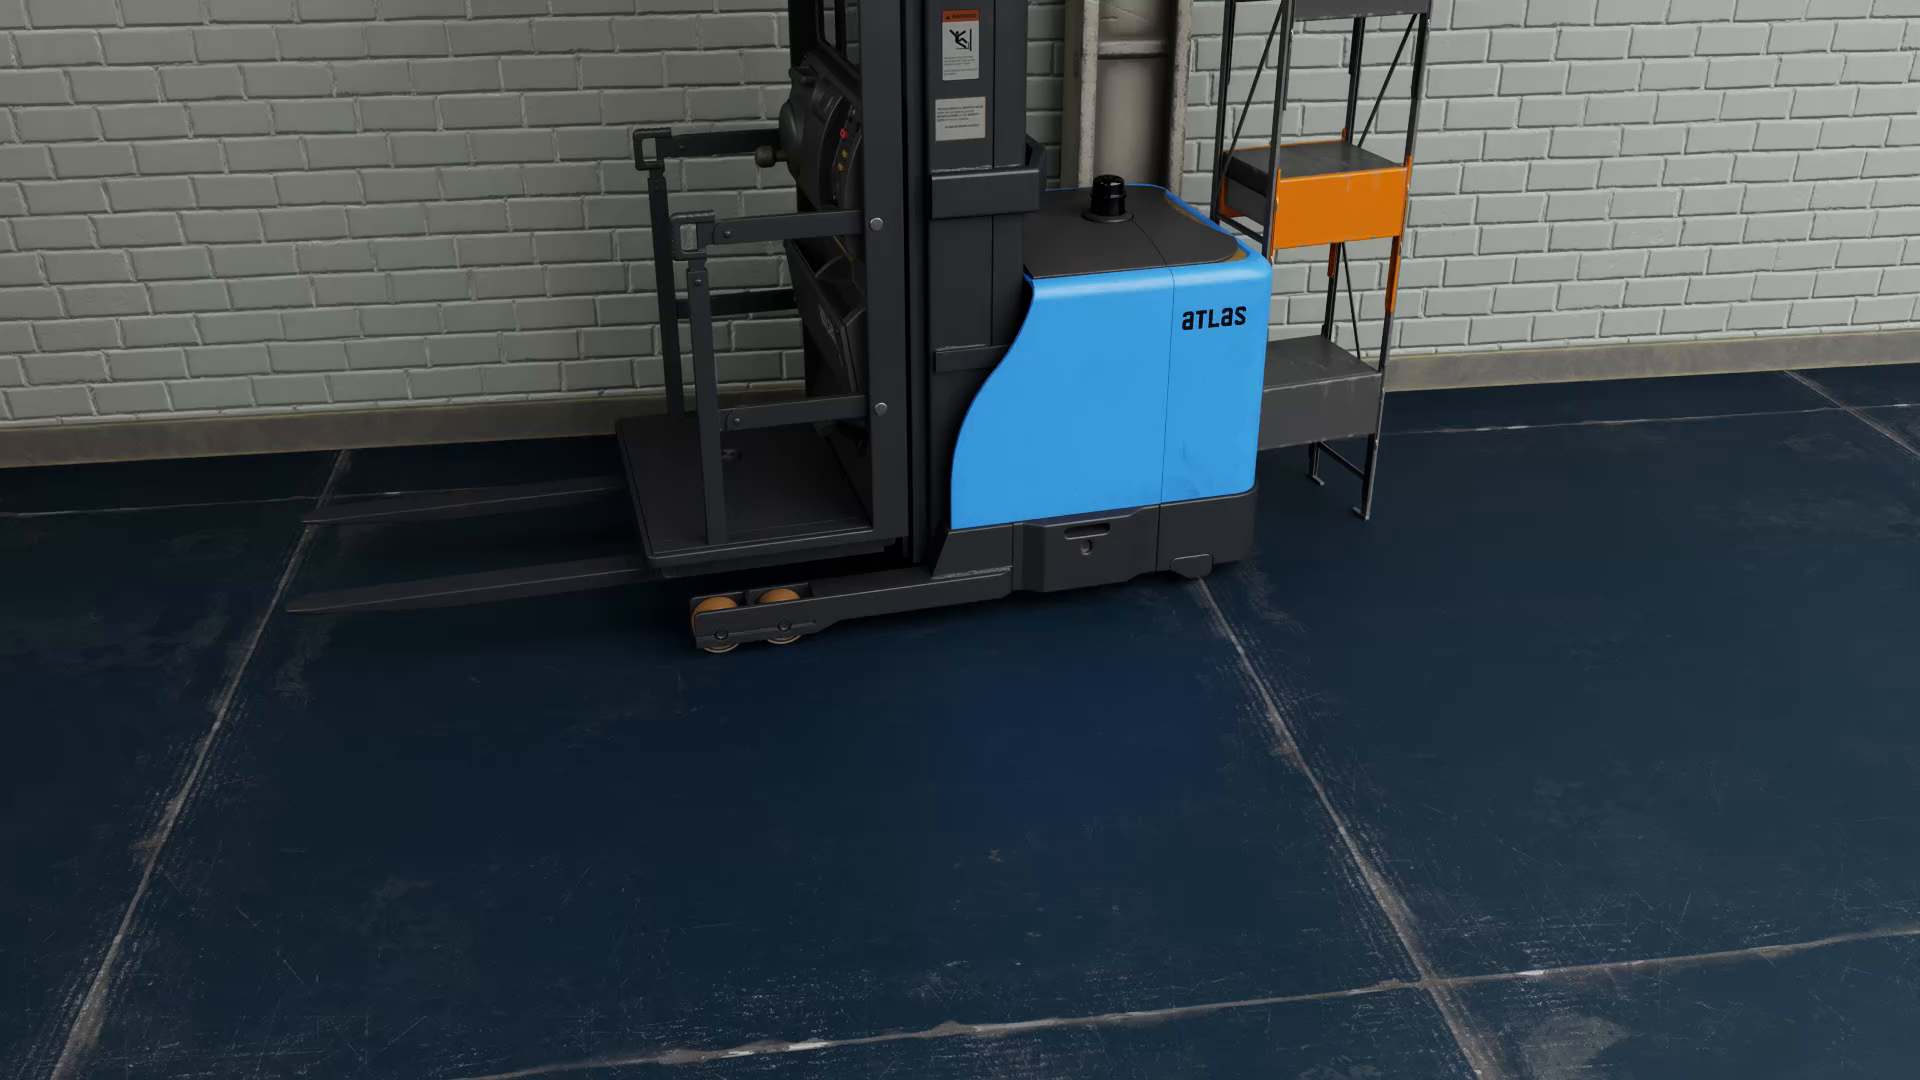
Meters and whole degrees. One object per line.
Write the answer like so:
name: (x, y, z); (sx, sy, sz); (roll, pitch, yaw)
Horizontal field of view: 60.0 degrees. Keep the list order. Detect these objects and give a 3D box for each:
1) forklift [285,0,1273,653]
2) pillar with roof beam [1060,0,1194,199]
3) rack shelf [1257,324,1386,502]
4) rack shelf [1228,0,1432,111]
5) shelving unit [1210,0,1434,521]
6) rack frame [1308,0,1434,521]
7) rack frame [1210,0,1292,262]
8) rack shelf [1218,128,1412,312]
forklift: (-0.600, -1.228, 4.932); (3.031, 2.935, 1.130); (-7, 28, -14)
pillar with roof beam: (1.204, -2.547, 0.856); (0.400, 9.000, 9.100); (-4, 27, -7)
rack shelf: (1.144, -0.417, 5.826); (0.480, 0.518, 0.431); (-9, 29, -17)
rack shelf: (1.144, -1.662, 5.187); (0.480, 0.518, 0.431); (-9, 29, -17)
shelving unit: (1.144, -1.052, 5.500); (0.503, 2.100, 0.431); (-9, 29, -17)
rack frame: (1.374, -1.089, 5.571); (0.015, 2.100, 0.400); (-9, 29, -17)
rack frame: (0.914, -1.015, 5.428); (0.015, 2.100, 0.400); (-9, 29, -17)
rack shelf: (1.144, -1.040, 5.506); (0.480, 0.518, 0.431); (-9, 29, -17)
